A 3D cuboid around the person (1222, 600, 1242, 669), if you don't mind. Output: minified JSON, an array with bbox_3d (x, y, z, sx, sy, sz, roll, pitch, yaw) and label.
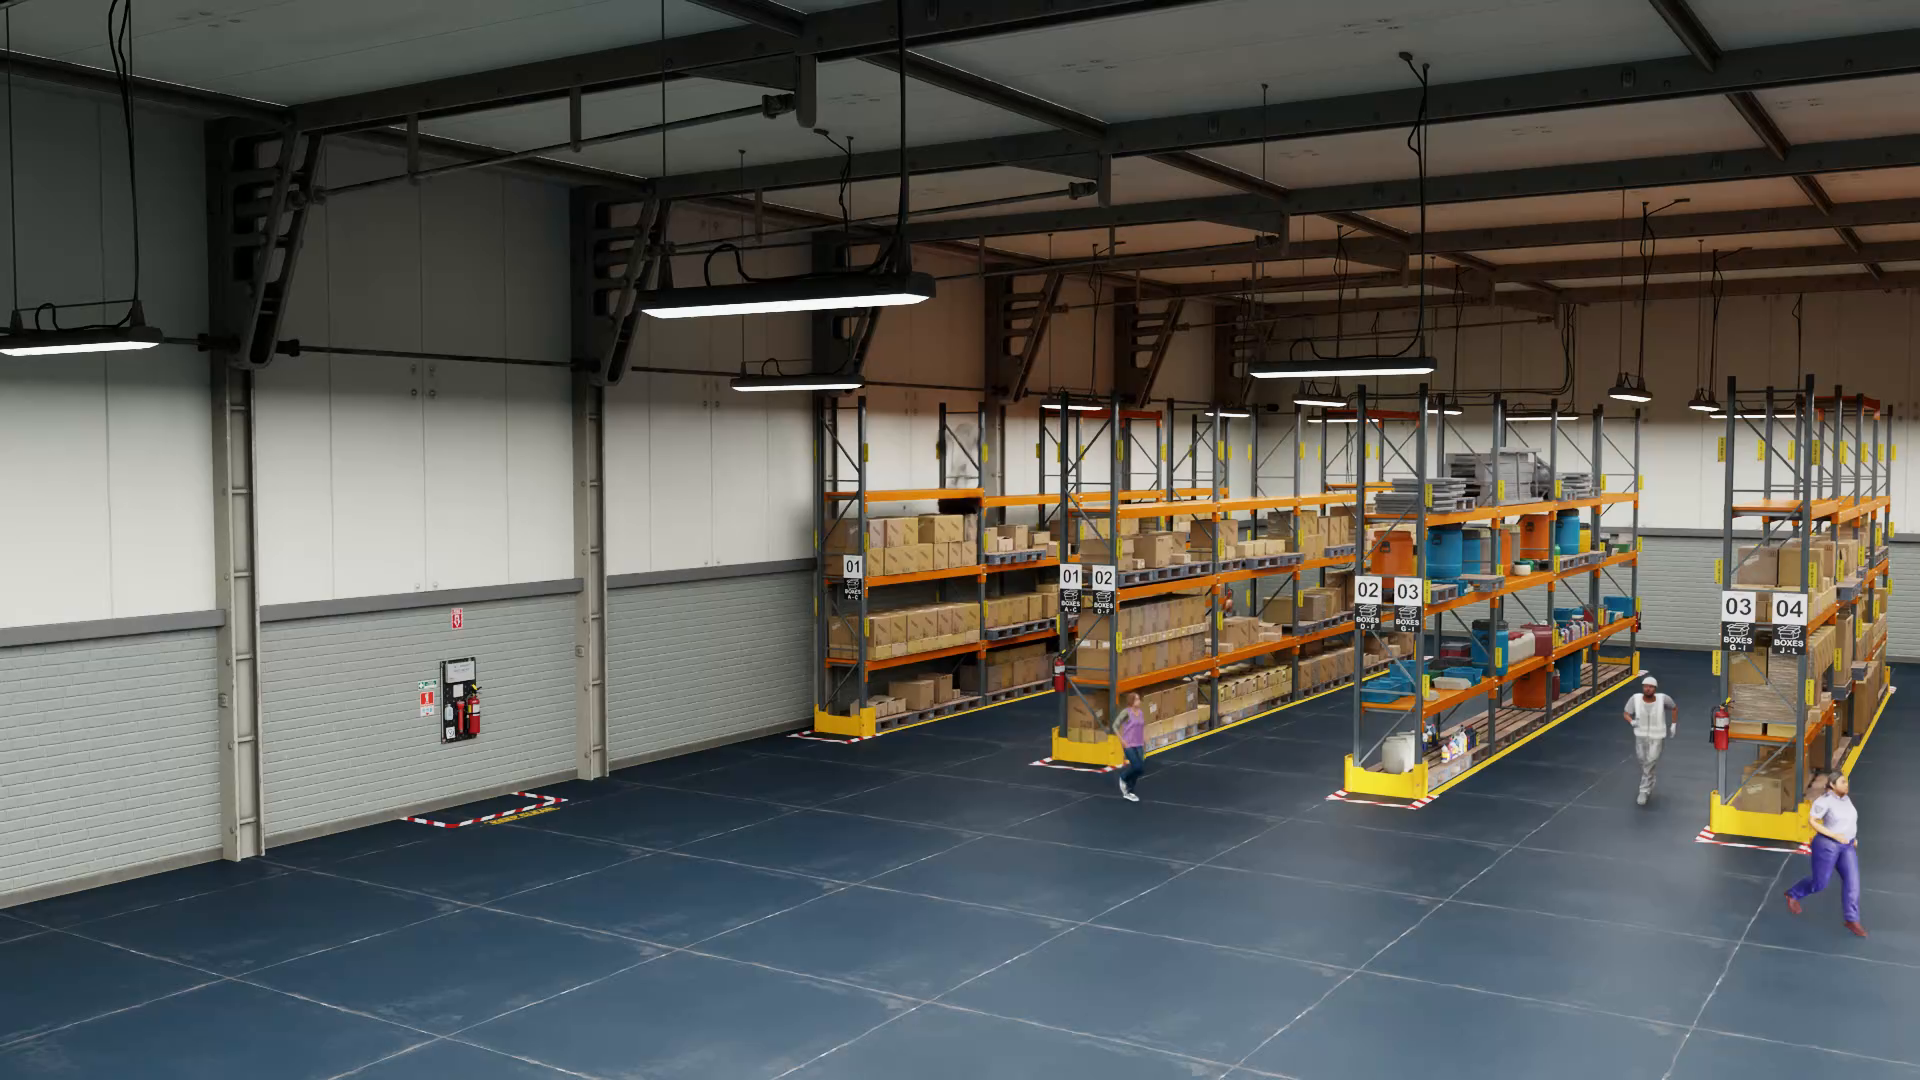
[{"bbox_3d":[6.100,2.188,37.591,0.669,1.681,0.745,2,3,27],"label":"person"}]

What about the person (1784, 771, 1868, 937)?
[{"bbox_3d":[9.225,3.260,17.540,0.643,1.640,0.959,-1,3,-21],"label":"person"}]

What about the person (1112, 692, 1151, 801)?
[{"bbox_3d":[2.486,3.018,23.921,0.543,1.474,0.486,-2,4,-38],"label":"person"}]

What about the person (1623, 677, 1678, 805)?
[{"bbox_3d":[9.947,2.849,24.002,0.710,1.781,1.050,2,4,31],"label":"person"}]
